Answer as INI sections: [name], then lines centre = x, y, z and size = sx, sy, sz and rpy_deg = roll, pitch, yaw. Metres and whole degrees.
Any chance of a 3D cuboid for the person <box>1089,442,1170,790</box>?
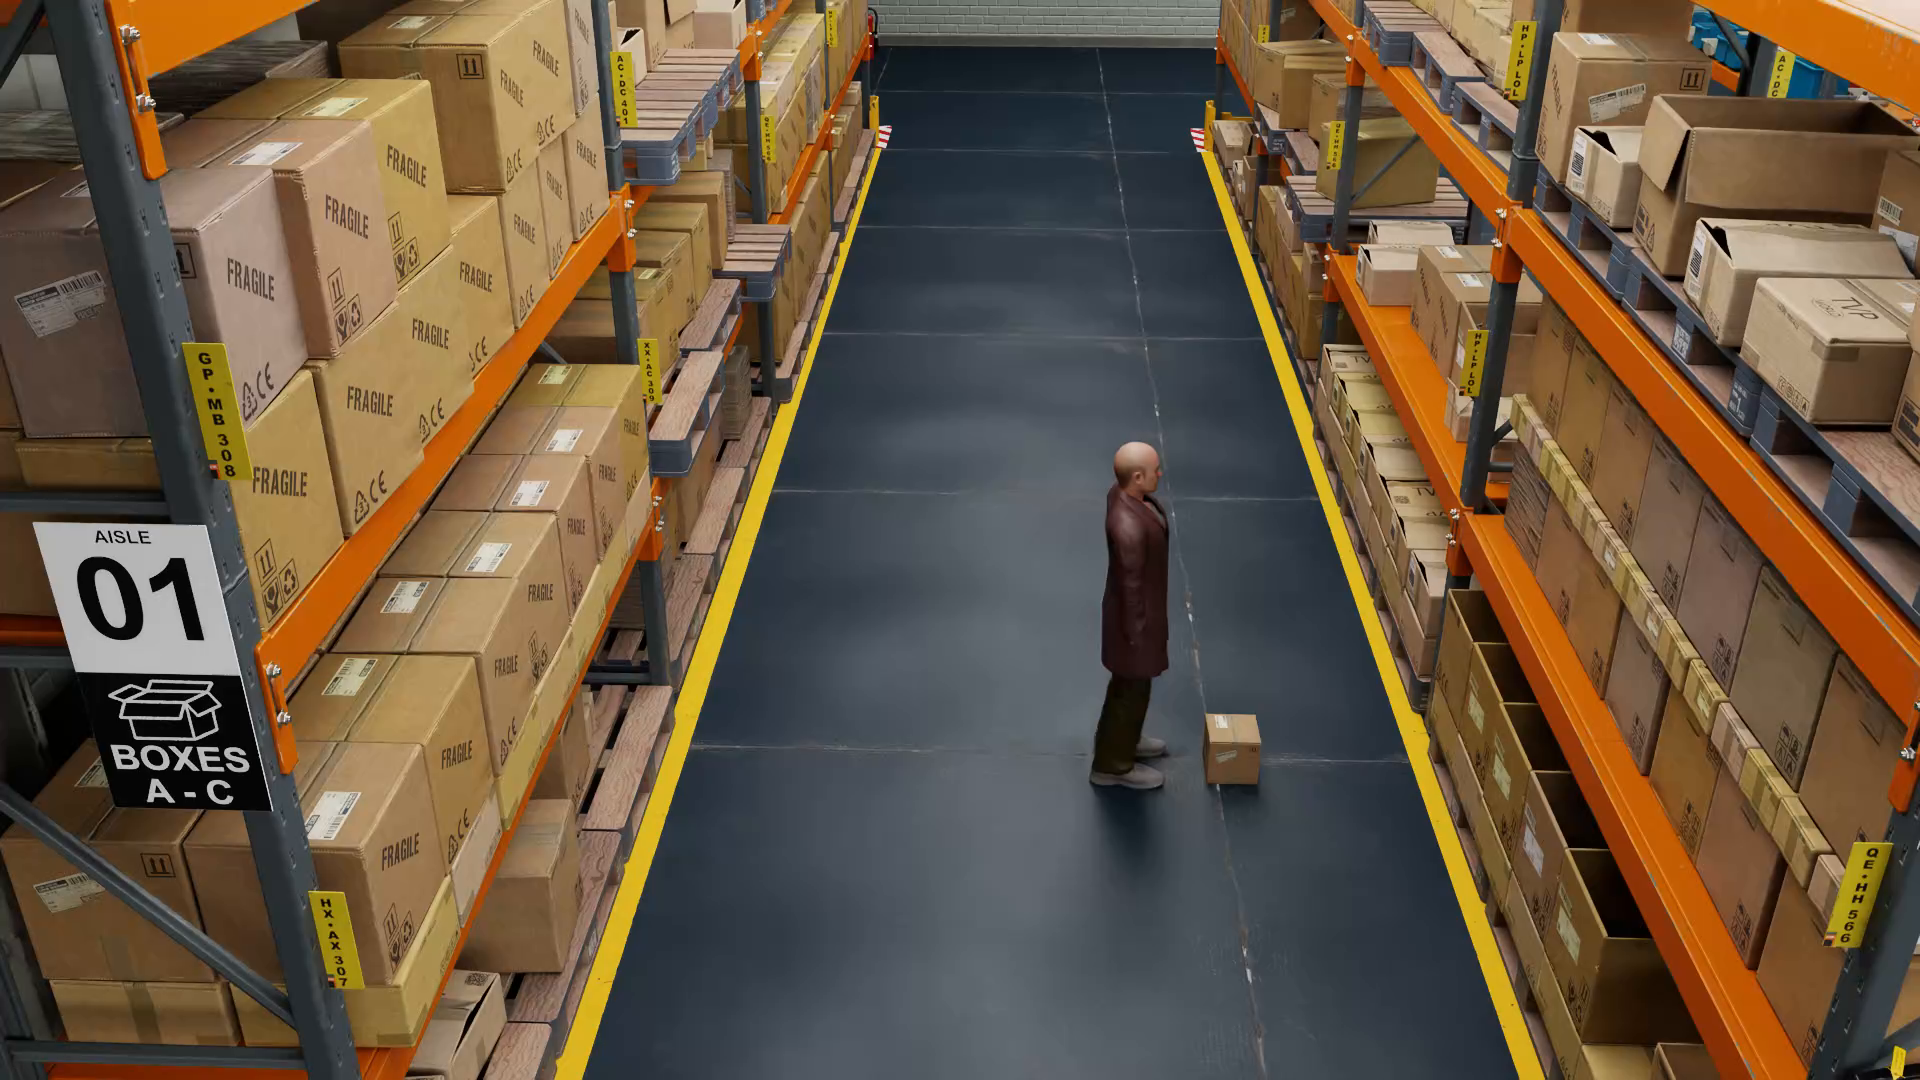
[person]
centre = 0.847, 0.350, 7.970
size = 0.395, 1.776, 0.562
rpy_deg = 2, 28, 3
